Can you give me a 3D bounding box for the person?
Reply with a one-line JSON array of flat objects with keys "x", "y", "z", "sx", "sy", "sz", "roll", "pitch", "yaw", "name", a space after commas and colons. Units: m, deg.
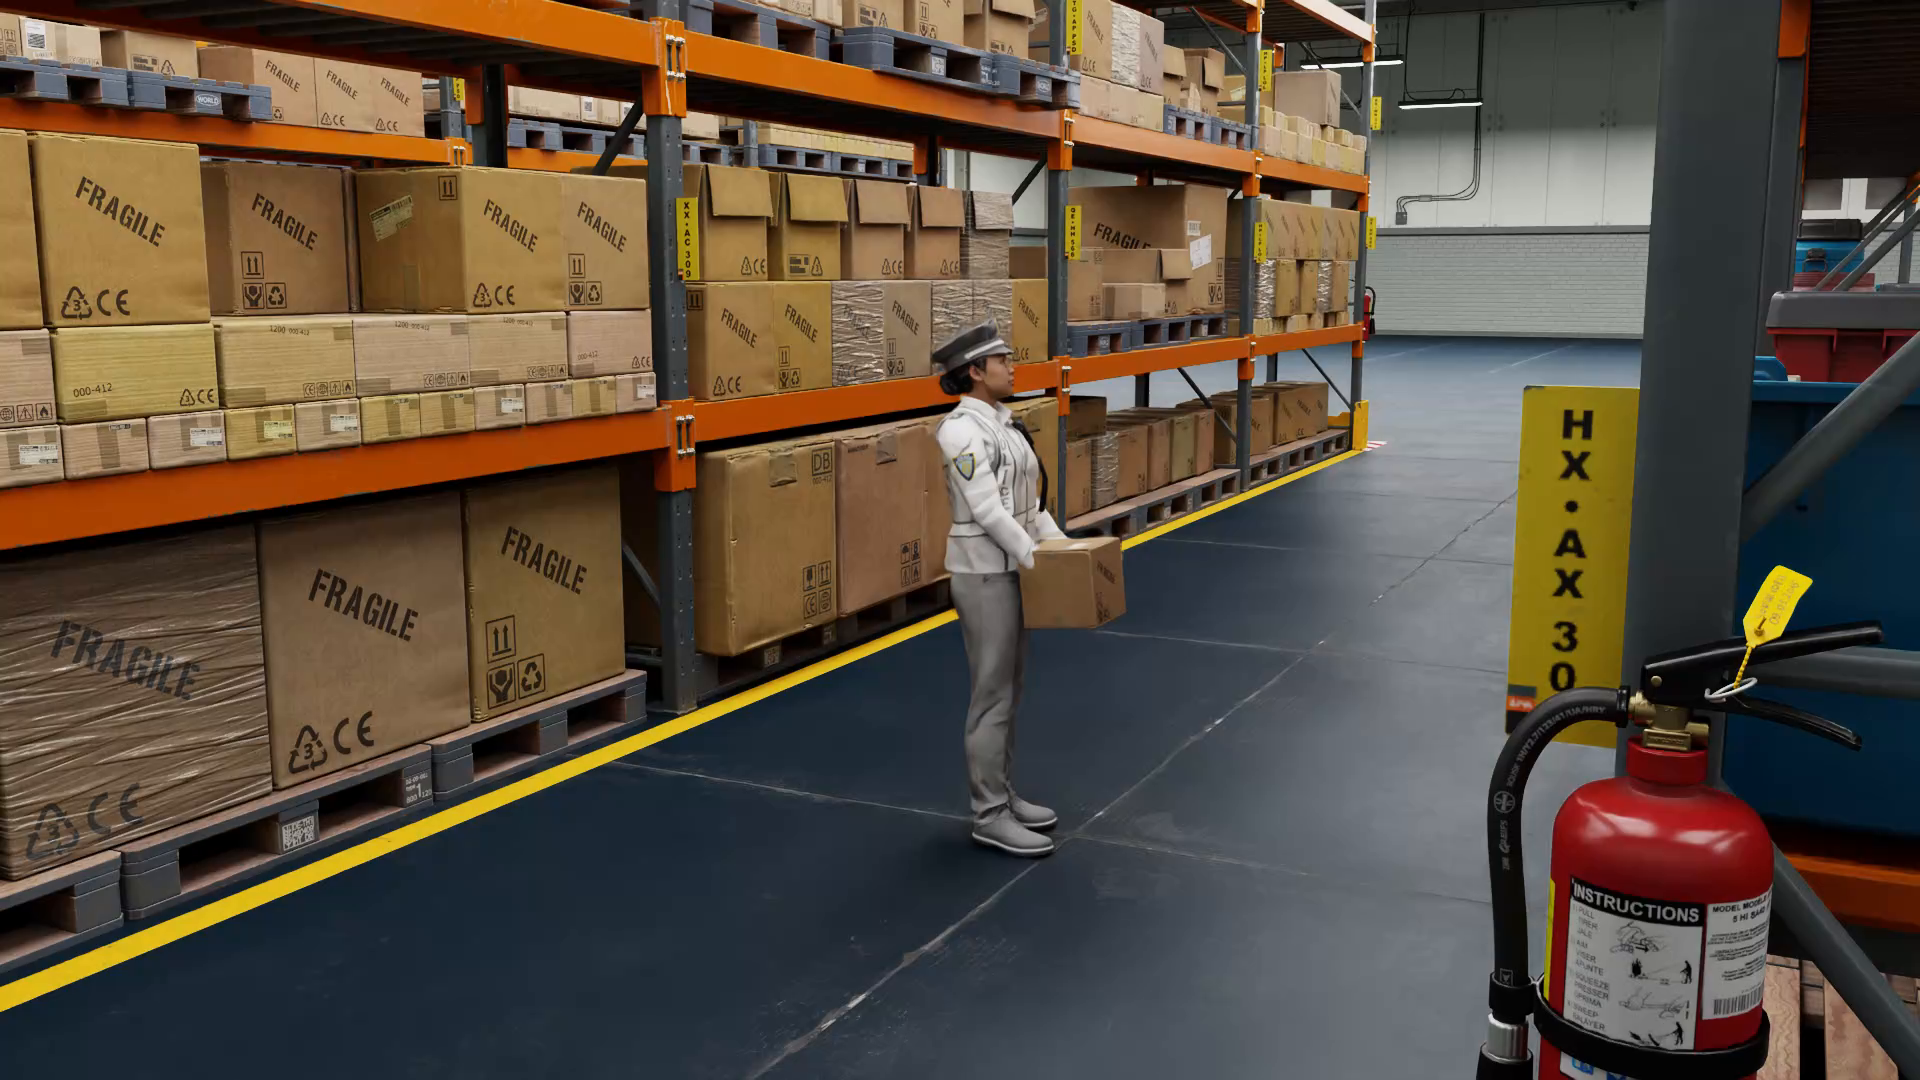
[{"x": 0.143, "y": 0.127, "z": 5.454, "sx": 0.509, "sy": 1.701, "sz": 0.517, "roll": 3, "pitch": 10, "yaw": 19, "name": "person"}]
